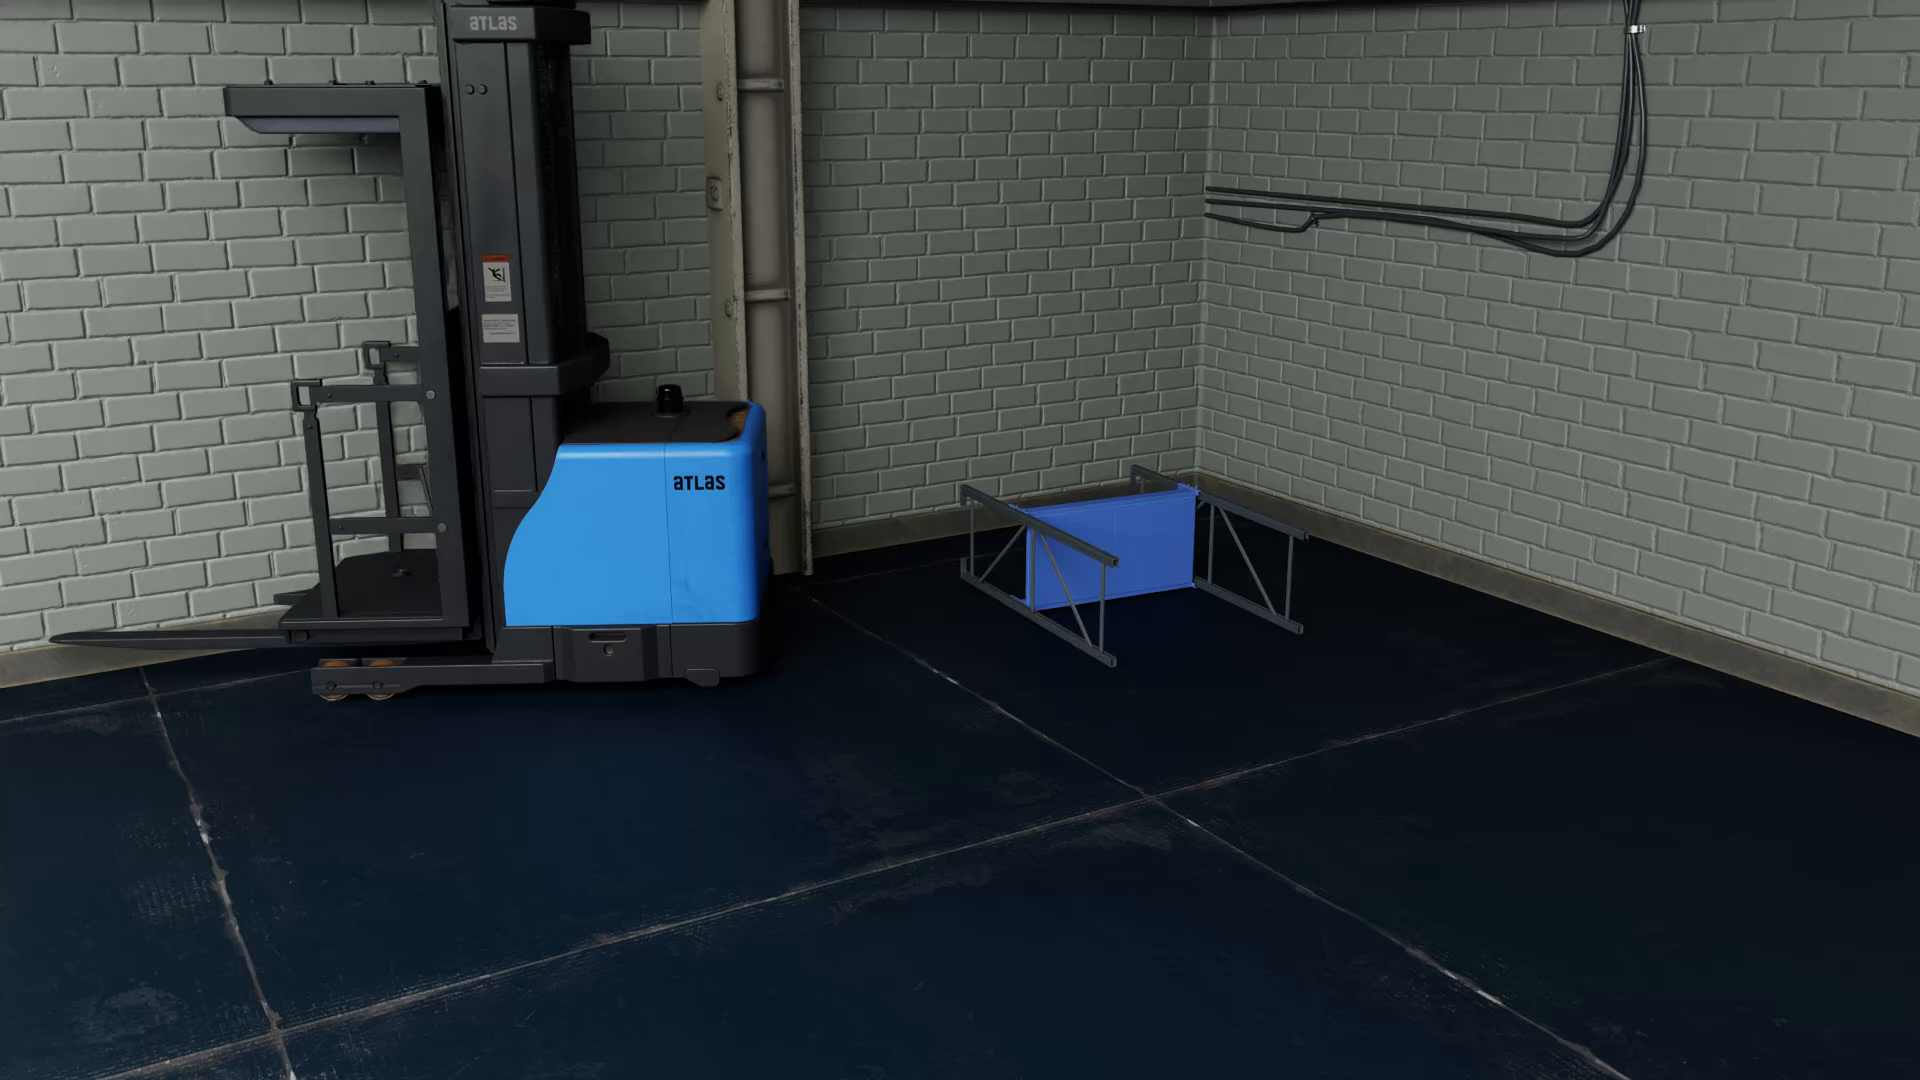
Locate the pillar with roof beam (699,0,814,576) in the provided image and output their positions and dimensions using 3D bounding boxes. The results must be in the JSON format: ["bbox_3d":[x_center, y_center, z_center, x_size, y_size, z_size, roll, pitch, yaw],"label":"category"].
[{"bbox_3d":[1.199,-3.165,4.030,0.400,9.000,9.100,-9,18,-30],"label":"pillar with roof beam"}]

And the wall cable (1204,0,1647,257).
[{"bbox_3d":[2.188,-2.770,8.371,0.112,2.526,3.097,-9,18,-30],"label":"wall cable"}]

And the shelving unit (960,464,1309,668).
[{"bbox_3d":[0.803,0.078,8.133,1.048,0.538,1.500,-8,17,-25],"label":"shelving unit"}]

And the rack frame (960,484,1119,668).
[{"bbox_3d":[0.346,0.139,7.918,0.032,0.500,1.500,-8,17,-25],"label":"rack frame"}]

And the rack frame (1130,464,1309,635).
[{"bbox_3d":[1.259,0.018,8.348,0.032,0.500,1.500,-8,17,-25],"label":"rack frame"}]

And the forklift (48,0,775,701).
[{"bbox_3d":[-2.380,-0.881,7.123,3.031,2.935,1.130,-1,16,-3],"label":"forklift"}]

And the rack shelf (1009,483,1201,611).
[{"bbox_3d":[0.723,0.035,8.289,1.000,0.538,0.185,-8,17,-25],"label":"rack shelf"}]
